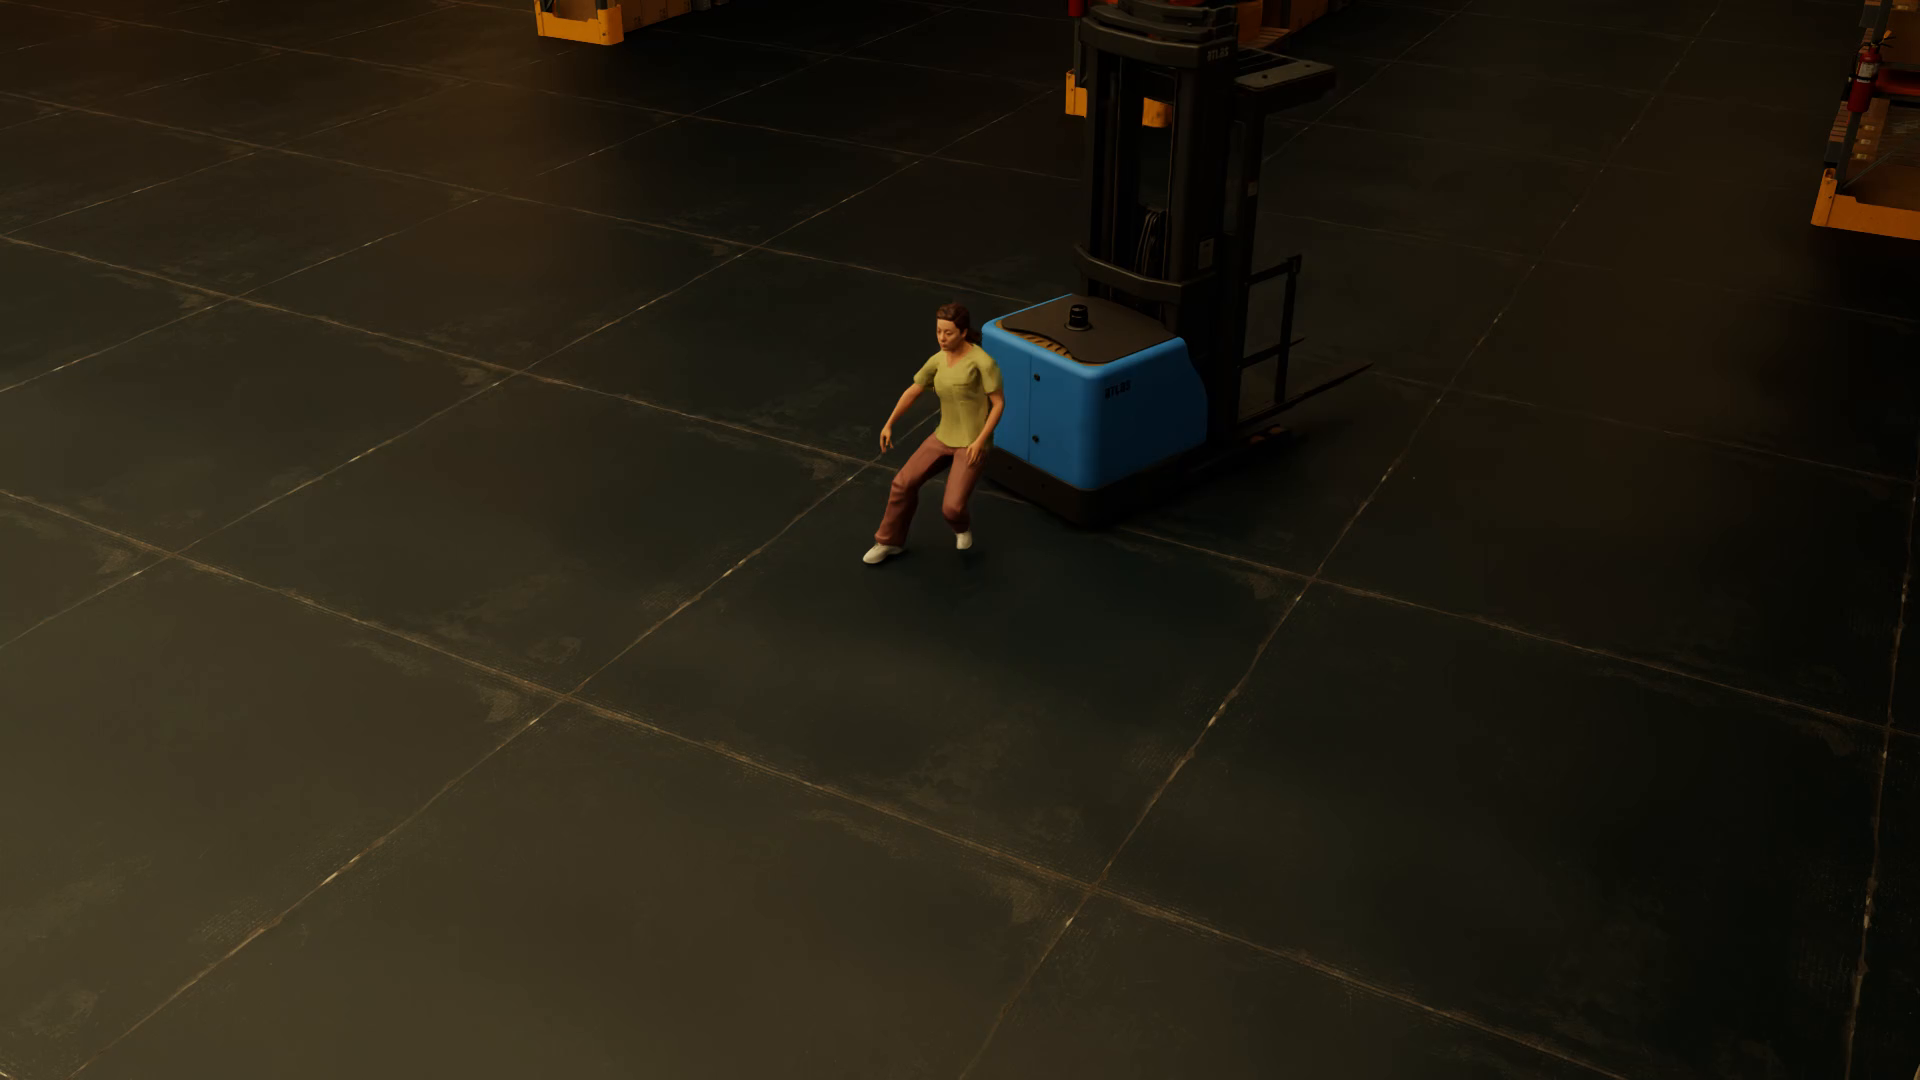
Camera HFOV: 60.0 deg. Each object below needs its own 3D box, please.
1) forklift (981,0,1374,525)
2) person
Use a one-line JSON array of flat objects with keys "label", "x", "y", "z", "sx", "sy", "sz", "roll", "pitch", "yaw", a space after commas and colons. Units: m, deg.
[{"label": "forklift", "x": 1.558, "y": -1.965, "z": 10.476, "sx": 3.031, "sy": 2.935, "sz": 1.130, "roll": -23, "pitch": 37, "yaw": -34}, {"label": "person", "x": -0.133, "y": -0.554, "z": 9.395, "sx": 0.671, "sy": 1.565, "sz": 0.671, "roll": 23, "pitch": 37, "yaw": 35}]
